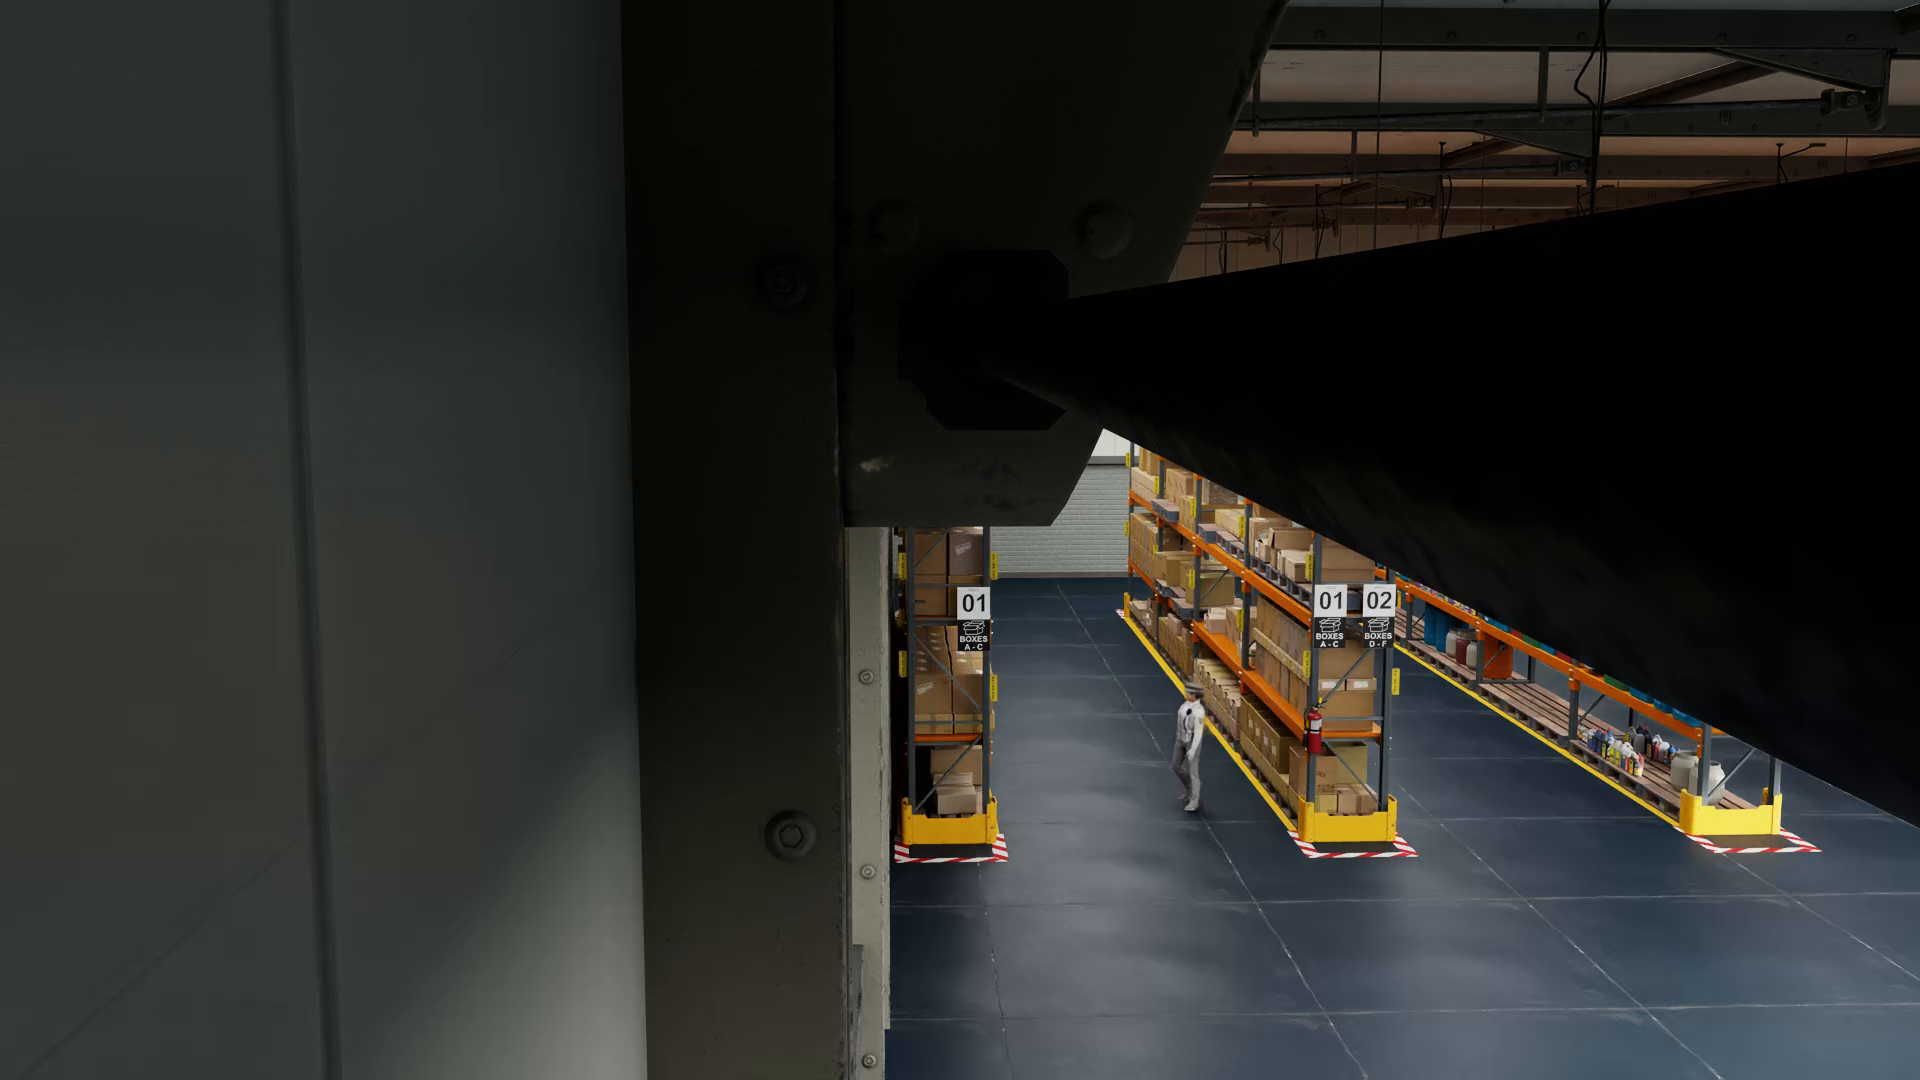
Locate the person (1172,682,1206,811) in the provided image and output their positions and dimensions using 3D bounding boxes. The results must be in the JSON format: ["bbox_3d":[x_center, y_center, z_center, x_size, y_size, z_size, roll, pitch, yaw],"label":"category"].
[{"bbox_3d":[3.045,2.702,21.974,0.397,1.682,0.567,-3,8,-24],"label":"person"}]
